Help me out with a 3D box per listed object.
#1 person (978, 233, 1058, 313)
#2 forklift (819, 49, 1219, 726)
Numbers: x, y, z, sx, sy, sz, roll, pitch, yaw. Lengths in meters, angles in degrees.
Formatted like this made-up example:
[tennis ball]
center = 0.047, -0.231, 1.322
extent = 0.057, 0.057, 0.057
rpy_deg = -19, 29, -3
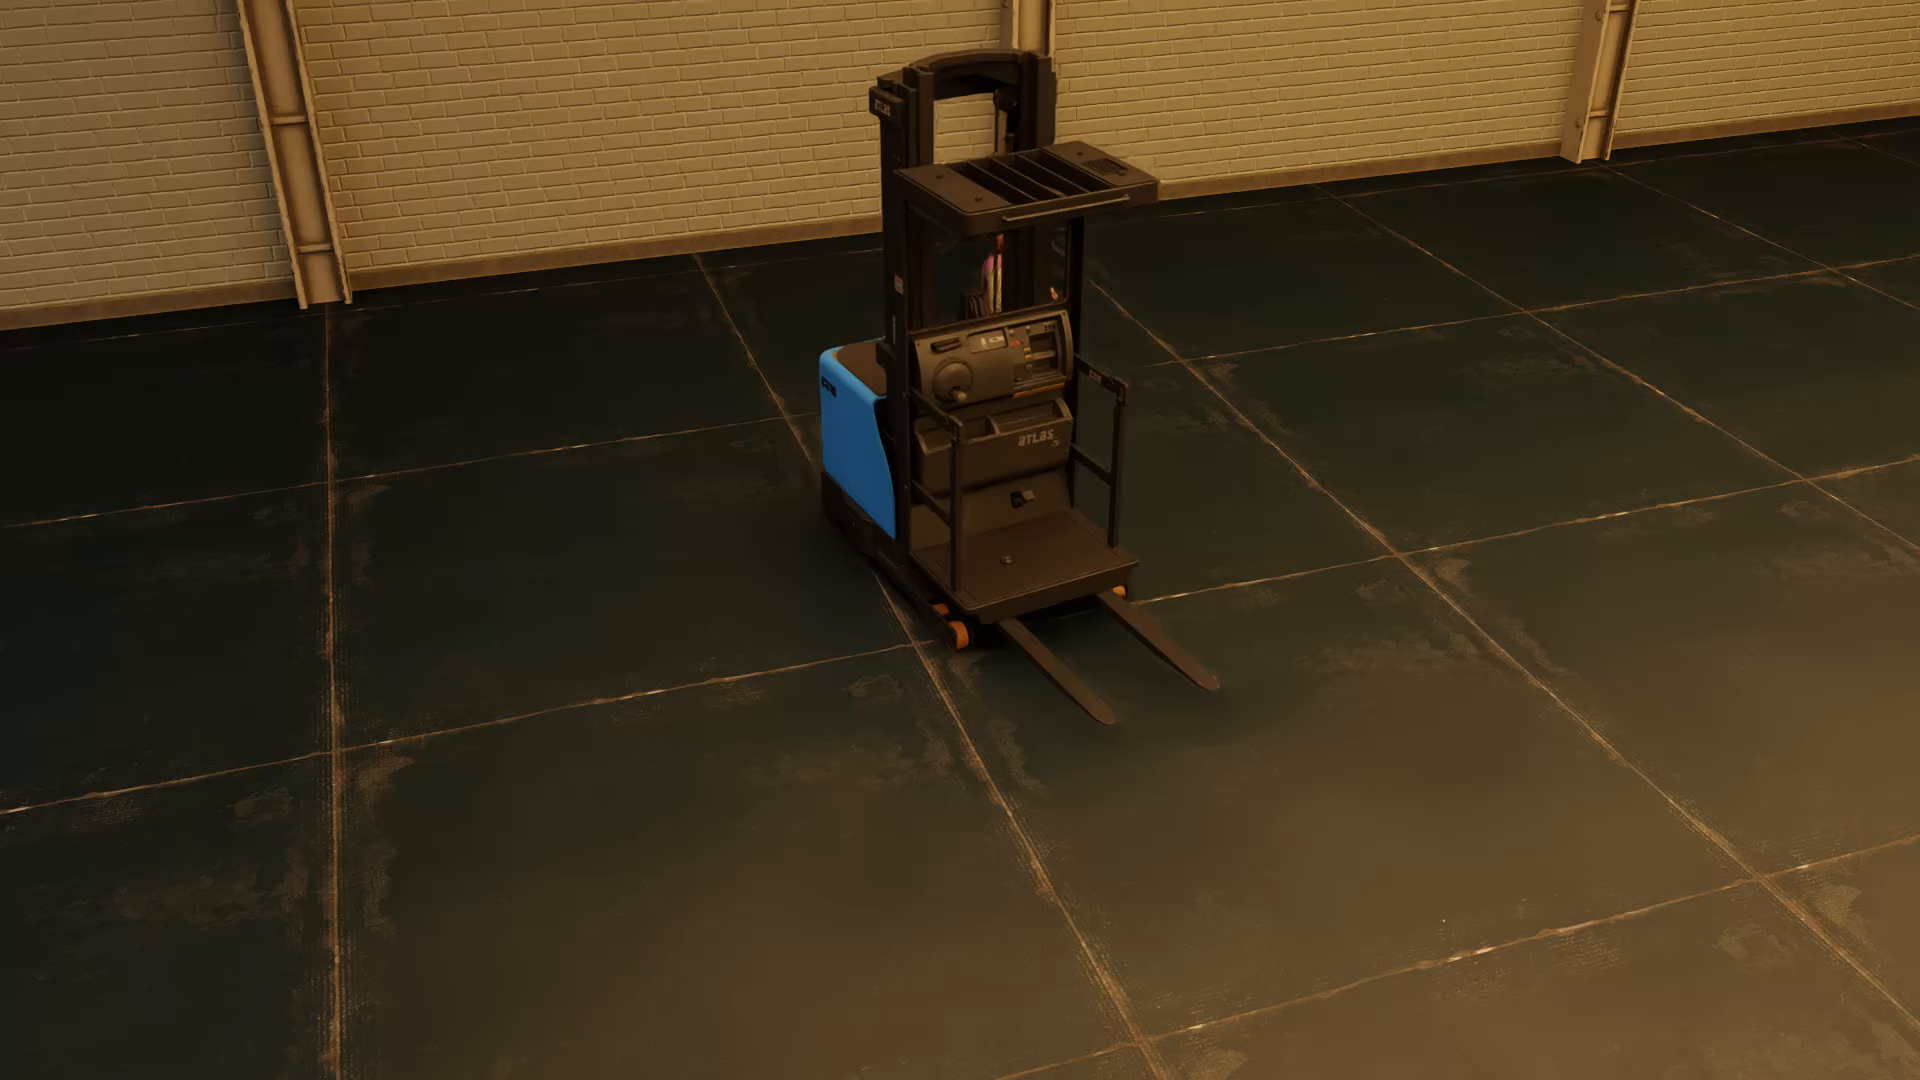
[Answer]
[person]
center = 0.361, -1.347, 11.119
extent = 0.825, 1.349, 0.871
rpy_deg = 5, 30, 8
[forklift]
center = 0.289, -0.928, 8.701
extent = 1.130, 2.935, 3.031
rpy_deg = -15, 33, -24
